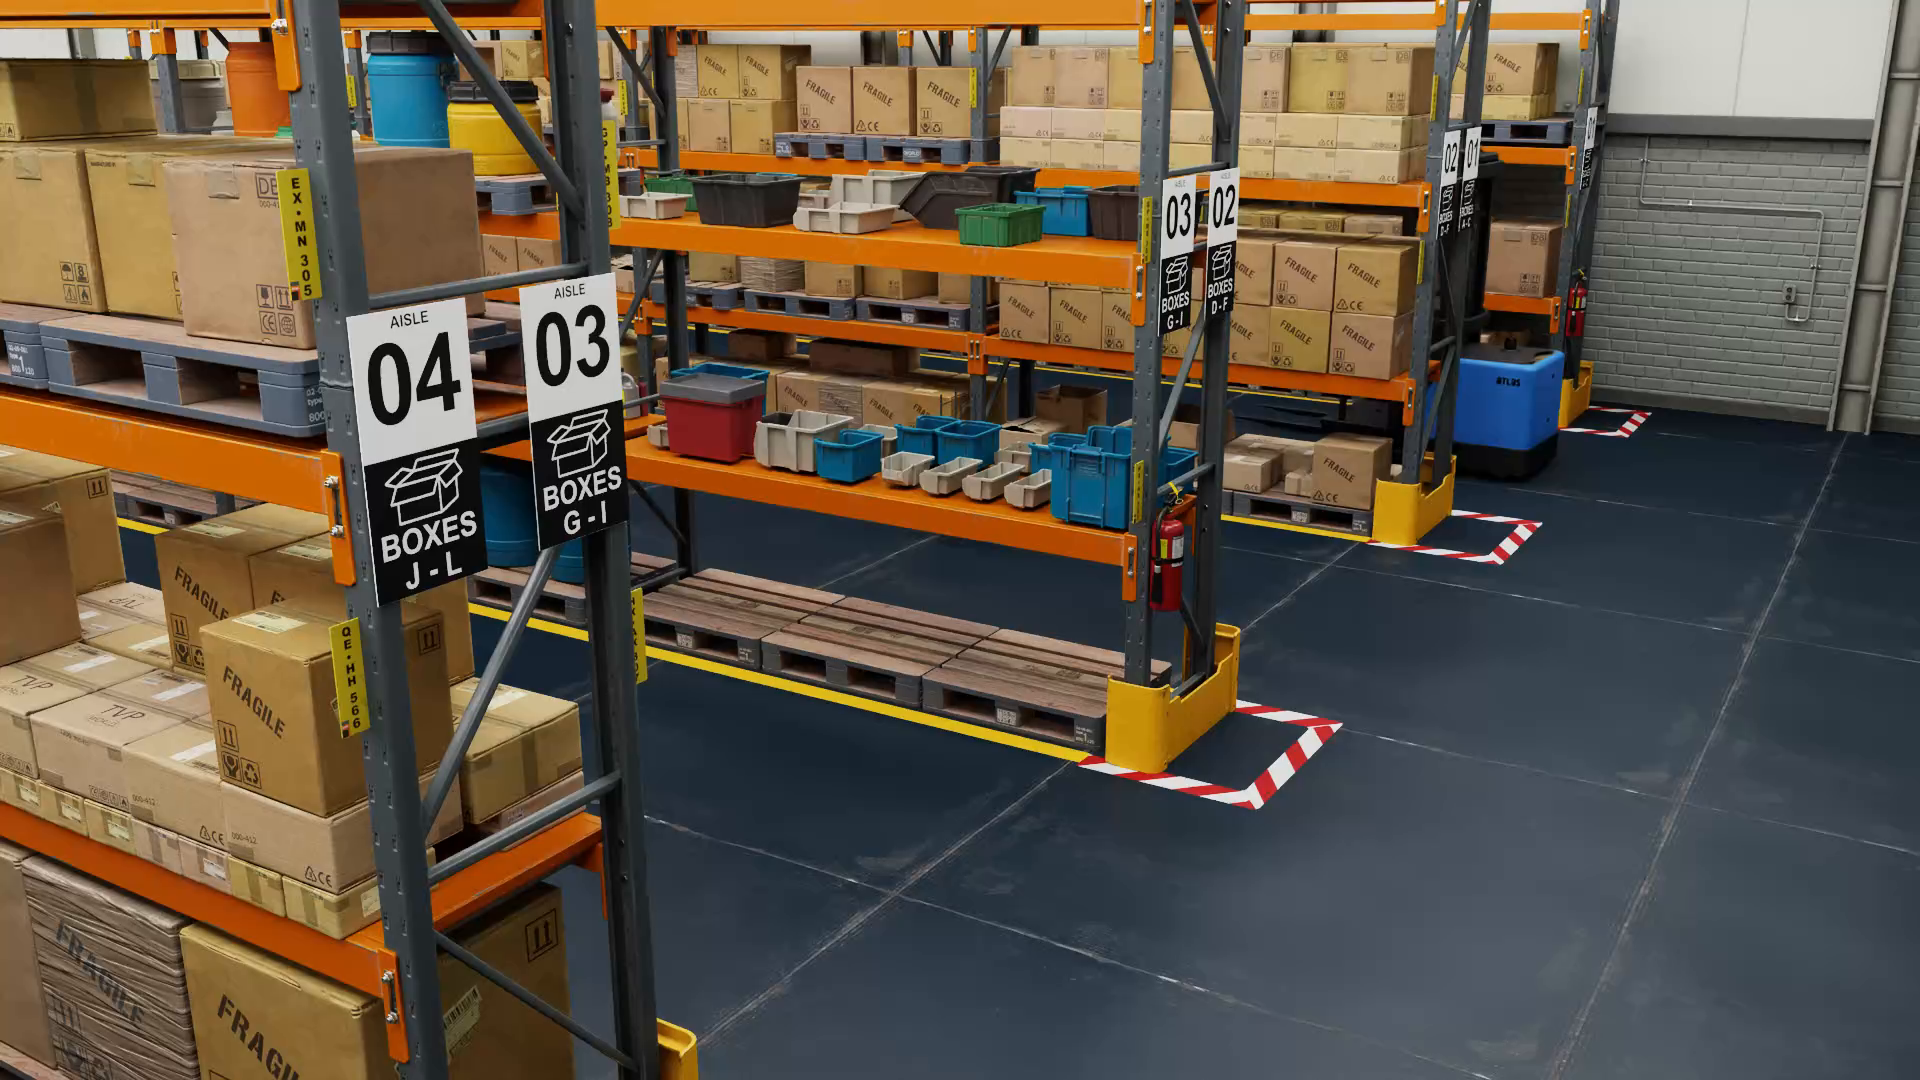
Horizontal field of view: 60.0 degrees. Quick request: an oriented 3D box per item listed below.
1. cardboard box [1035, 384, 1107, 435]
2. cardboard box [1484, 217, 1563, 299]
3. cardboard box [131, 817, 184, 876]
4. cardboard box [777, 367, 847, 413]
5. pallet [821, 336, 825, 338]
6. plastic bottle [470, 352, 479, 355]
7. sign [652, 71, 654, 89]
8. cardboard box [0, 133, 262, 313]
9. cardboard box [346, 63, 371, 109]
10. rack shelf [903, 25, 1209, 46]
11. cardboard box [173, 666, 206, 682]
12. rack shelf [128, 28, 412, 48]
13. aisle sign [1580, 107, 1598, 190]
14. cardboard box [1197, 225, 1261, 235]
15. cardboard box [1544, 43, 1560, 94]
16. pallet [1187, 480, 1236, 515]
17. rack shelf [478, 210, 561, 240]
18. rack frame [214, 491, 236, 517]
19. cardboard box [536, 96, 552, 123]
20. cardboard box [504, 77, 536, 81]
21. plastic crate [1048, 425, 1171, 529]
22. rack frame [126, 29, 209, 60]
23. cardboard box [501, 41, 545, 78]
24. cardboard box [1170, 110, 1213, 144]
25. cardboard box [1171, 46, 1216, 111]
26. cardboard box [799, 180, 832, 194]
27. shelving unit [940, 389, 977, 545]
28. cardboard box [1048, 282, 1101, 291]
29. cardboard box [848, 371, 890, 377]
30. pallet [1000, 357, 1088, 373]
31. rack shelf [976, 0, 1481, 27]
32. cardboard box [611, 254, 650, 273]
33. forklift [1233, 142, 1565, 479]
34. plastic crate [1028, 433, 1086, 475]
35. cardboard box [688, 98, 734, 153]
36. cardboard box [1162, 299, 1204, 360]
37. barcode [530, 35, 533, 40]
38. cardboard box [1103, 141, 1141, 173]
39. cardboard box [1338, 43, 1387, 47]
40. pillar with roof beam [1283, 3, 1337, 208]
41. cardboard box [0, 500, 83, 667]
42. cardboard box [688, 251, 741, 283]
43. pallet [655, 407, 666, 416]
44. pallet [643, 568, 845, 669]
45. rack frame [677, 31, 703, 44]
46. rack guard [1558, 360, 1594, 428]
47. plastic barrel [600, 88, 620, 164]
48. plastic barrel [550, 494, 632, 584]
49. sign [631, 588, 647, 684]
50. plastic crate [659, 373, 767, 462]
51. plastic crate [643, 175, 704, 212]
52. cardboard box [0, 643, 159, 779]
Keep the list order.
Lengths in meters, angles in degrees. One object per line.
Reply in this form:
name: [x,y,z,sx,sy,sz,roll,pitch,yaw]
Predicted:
cardboard box: [1.035,-1.145,15.532,0.500,0.500,0.500,10,20,30]
cardboard box: [5.959,-2.984,17.528,0.700,0.700,0.980,11,20,33]
cardboard box: [-2.502,0.946,5.537,0.250,0.149,0.380,11,20,31]
cardboard box: [-1.448,-1.396,16.358,0.500,0.500,0.500,9,19,28]
pallet: [-1.083,-2.767,22.128,1.213,0.211,1.003,10,20,30]
plastic bottle: [-3.676,-1.293,12.560,0.185,0.351,0.144,10,20,30]
sign: [-4.104,-6.138,22.376,0.005,0.325,0.100,10,20,30]
cardboard box: [-2.731,-1.065,5.499,0.500,0.500,0.700,9,19,26]
cardboard box: [-6.707,-5.256,19.228,0.500,0.500,0.500,12,21,35]
rack shelf: [1.286,-6.013,19.620,4.000,0.370,1.077,10,20,30]
cardboard box: [-2.518,0.550,6.157,0.500,0.250,0.500,9,19,28]
rack shelf: [-8.120,-6.003,19.585,4.000,0.370,1.077,10,20,30]
aisle sign: [6.303,-3.924,16.666,0.004,0.787,0.394,10,20,30]
cardboard box: [2.263,-2.429,14.325,0.500,0.500,0.500,10,20,30]
cardboard box: [5.903,-4.907,17.288,0.500,0.500,0.500,9,19,28]
pallet: [2.030,-0.522,14.737,1.213,0.211,1.003,10,20,30]
rack shelf: [-3.898,-2.316,11.920,4.000,0.370,1.077,10,20,30]
rack frame: [-5.603,-1.529,13.253,0.127,3.000,1.000,10,20,30]
cardboard box: [-4.361,-4.540,17.539,0.500,0.250,0.500,10,19,29]
cardboard box: [-6.197,-6.411,23.957,0.500,0.500,0.500,11,20,33]
plastic crate: [0.831,-0.362,9.249,0.499,0.435,0.616,10,20,30]
rack frame: [-9.824,-6.842,20.424,0.127,3.000,1.000,10,20,30]
cardboard box: [-6.190,-6.888,23.807,0.500,0.500,0.500,11,20,32]
cardboard box: [1.959,-3.383,13.595,0.500,0.250,0.500,10,20,30]
cardboard box: [2.123,-3.819,13.741,0.500,0.500,0.700,10,20,30]
cardboard box: [-1.897,-4.494,22.085,0.500,0.500,0.700,10,20,30]
shelving unit: [-0.012,-0.576,13.214,0.189,1.200,0.258,10,20,30]
cardboard box: [1.096,-2.453,14.404,0.500,0.500,0.500,9,19,28]
cardboard box: [-0.766,-1.451,16.542,0.500,0.500,0.500,10,20,31]
pallet: [1.250,-2.324,20.668,1.213,0.211,1.003,10,20,30]
rack shelf: [2.106,-4.367,13.518,4.000,0.370,1.077,10,20,30]
cardboard box: [-3.668,-2.896,17.909,0.500,0.311,0.500,10,19,29]
forklift: [4.151,-2.274,15.823,3.031,2.935,1.130,11,20,33]
plastic crate: [0.615,-0.480,9.984,0.300,0.233,0.416,10,20,30]
cardboard box: [-2.183,-4.102,16.393,0.500,0.500,0.910,10,20,30]
cardboard box: [1.990,-1.819,14.035,0.500,0.500,0.500,10,19,29]
barcode: [-6.368,-7.464,24.706,0.075,0.075,0.001,10,20,30]
cardboard box: [1.535,-3.221,13.922,0.500,0.250,0.500,10,20,30]
cardboard box: [4.316,-5.017,17.648,0.500,0.500,0.500,10,20,30]
pillar with roof beam: [1.787,-5.286,15.300,0.400,9.000,9.100,10,20,30]
cardboard box: [-3.650,0.168,6.123,0.500,0.500,0.500,9,19,28]
cardboard box: [-2.412,-2.936,16.991,0.500,0.500,0.700,4,17,12]
pallet: [-2.391,-1.298,17.290,1.213,0.211,1.003,10,20,30]
pallet: [-1.547,0.516,11.319,1.213,0.211,1.003,10,20,30]
rack frame: [-3.826,-7.461,22.462,0.127,3.000,1.000,10,20,30]
rack guard: [6.420,-1.566,17.676,0.348,0.500,1.175,10,20,30]
plastic barrel: [-2.511,-2.764,11.201,0.433,0.535,0.433,0,17,0]
plastic barrel: [-2.649,-0.204,11.780,0.708,0.901,0.600,10,20,30]
sign: [-1.082,0.326,5.521,0.005,0.325,0.100,10,20,30]
plastic crate: [-1.565,-0.782,10.580,0.583,0.464,0.402,10,20,30]
plastic crate: [-1.675,-2.265,10.879,0.662,0.188,0.450,10,20,30]
cardboard box: [-3.241,0.603,5.980,0.500,0.250,0.500,10,20,30]
